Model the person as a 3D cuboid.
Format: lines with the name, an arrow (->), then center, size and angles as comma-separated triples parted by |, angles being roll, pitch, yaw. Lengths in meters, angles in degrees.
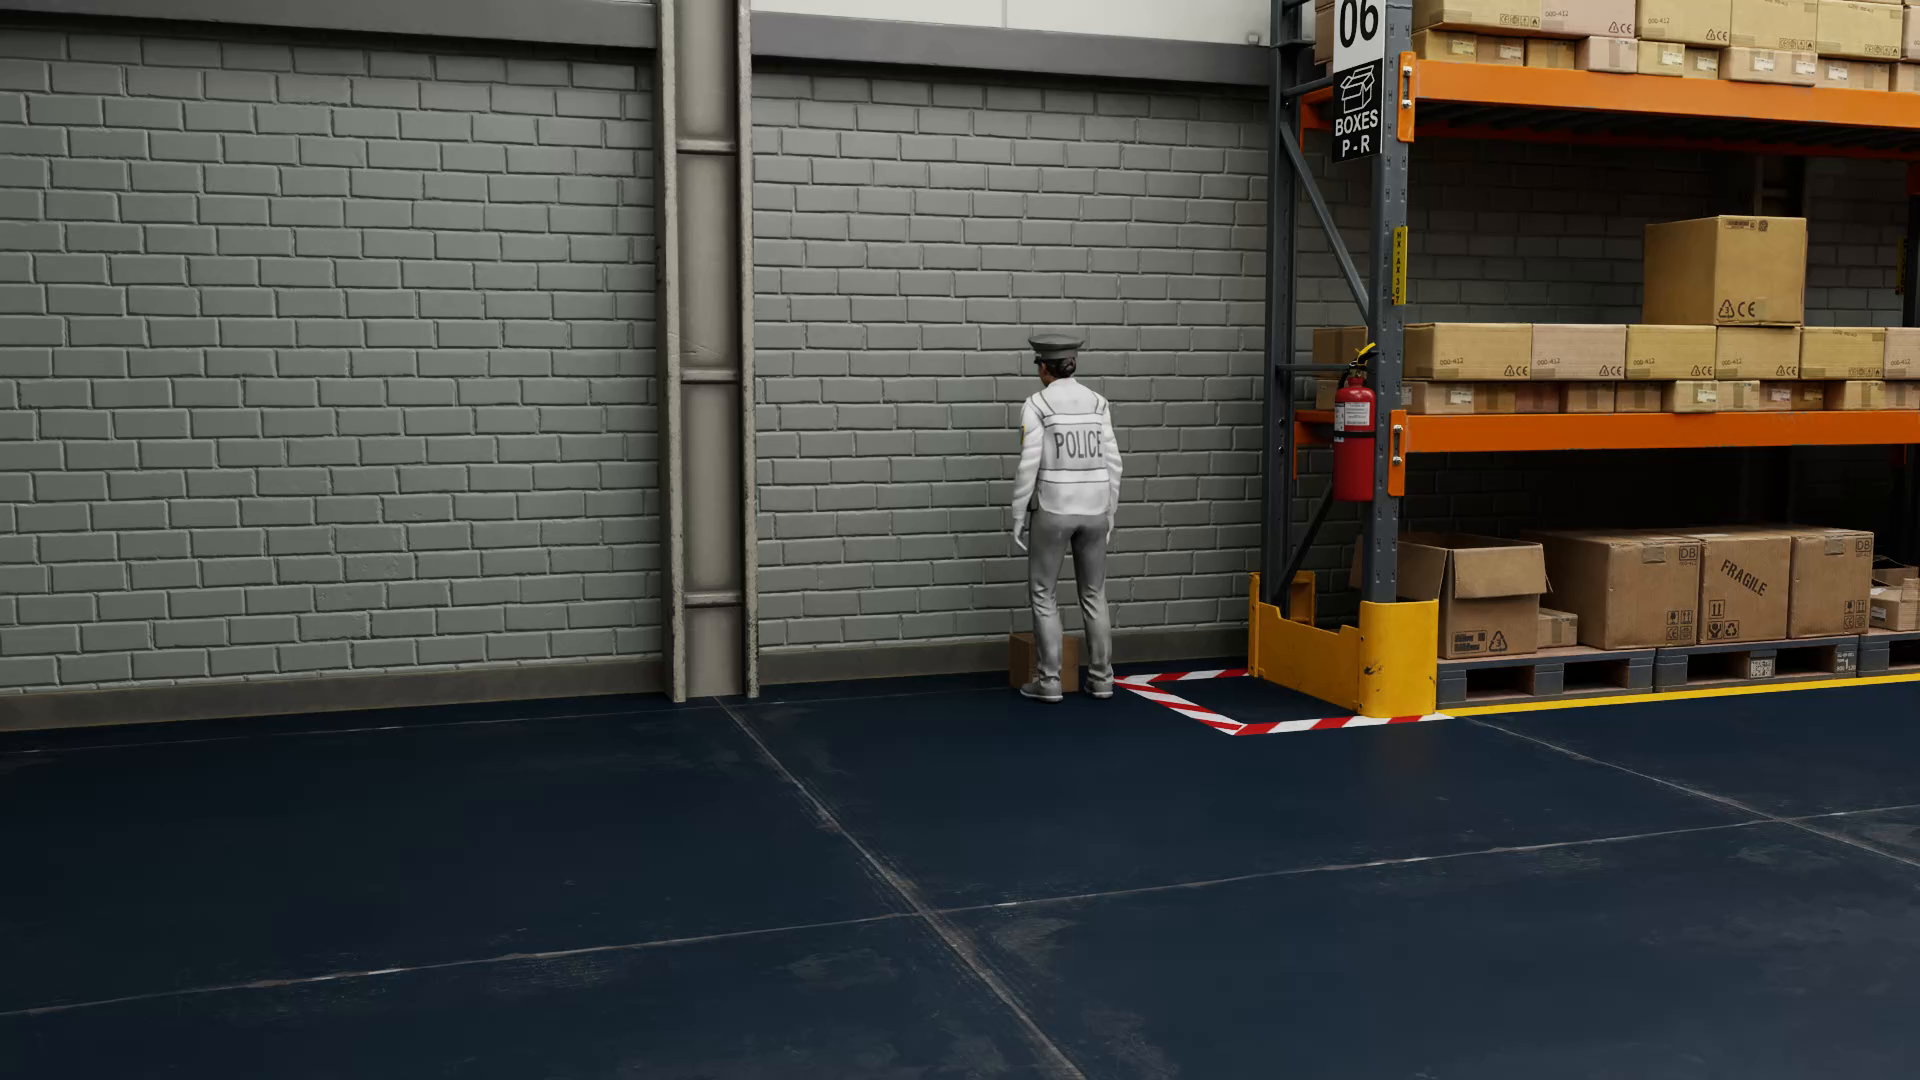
person -> 0.478, -0.100, 7.531 | 0.540, 1.662, 0.374 | -2, 6, -22
